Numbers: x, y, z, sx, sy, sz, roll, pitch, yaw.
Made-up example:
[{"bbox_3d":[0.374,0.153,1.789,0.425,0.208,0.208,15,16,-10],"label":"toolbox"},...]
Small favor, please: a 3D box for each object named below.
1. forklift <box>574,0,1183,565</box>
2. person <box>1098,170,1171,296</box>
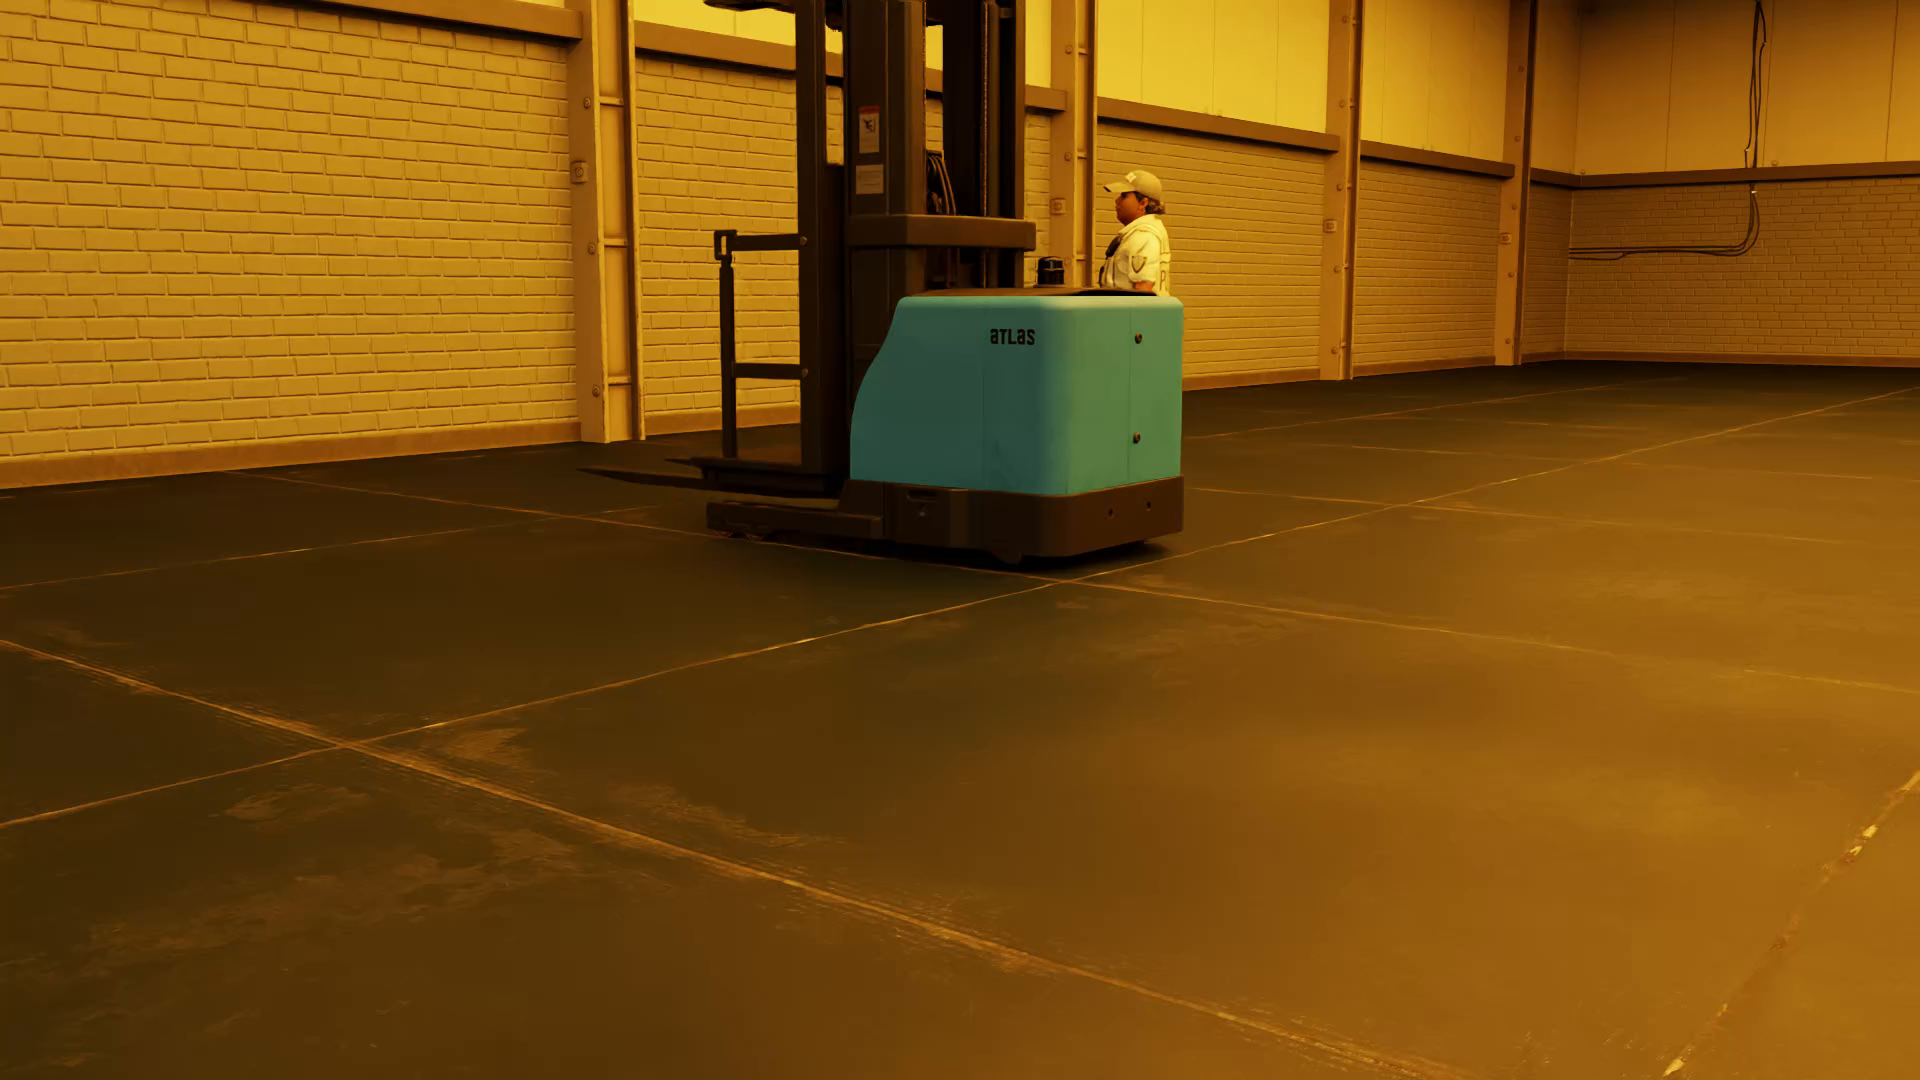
[{"bbox_3d":[-0.521,-1.497,7.515,3.031,2.935,1.130,6,10,36],"label":"forklift"},{"bbox_3d":[0.772,-0.960,8.187,0.520,1.677,0.607,1,8,9],"label":"person"}]
